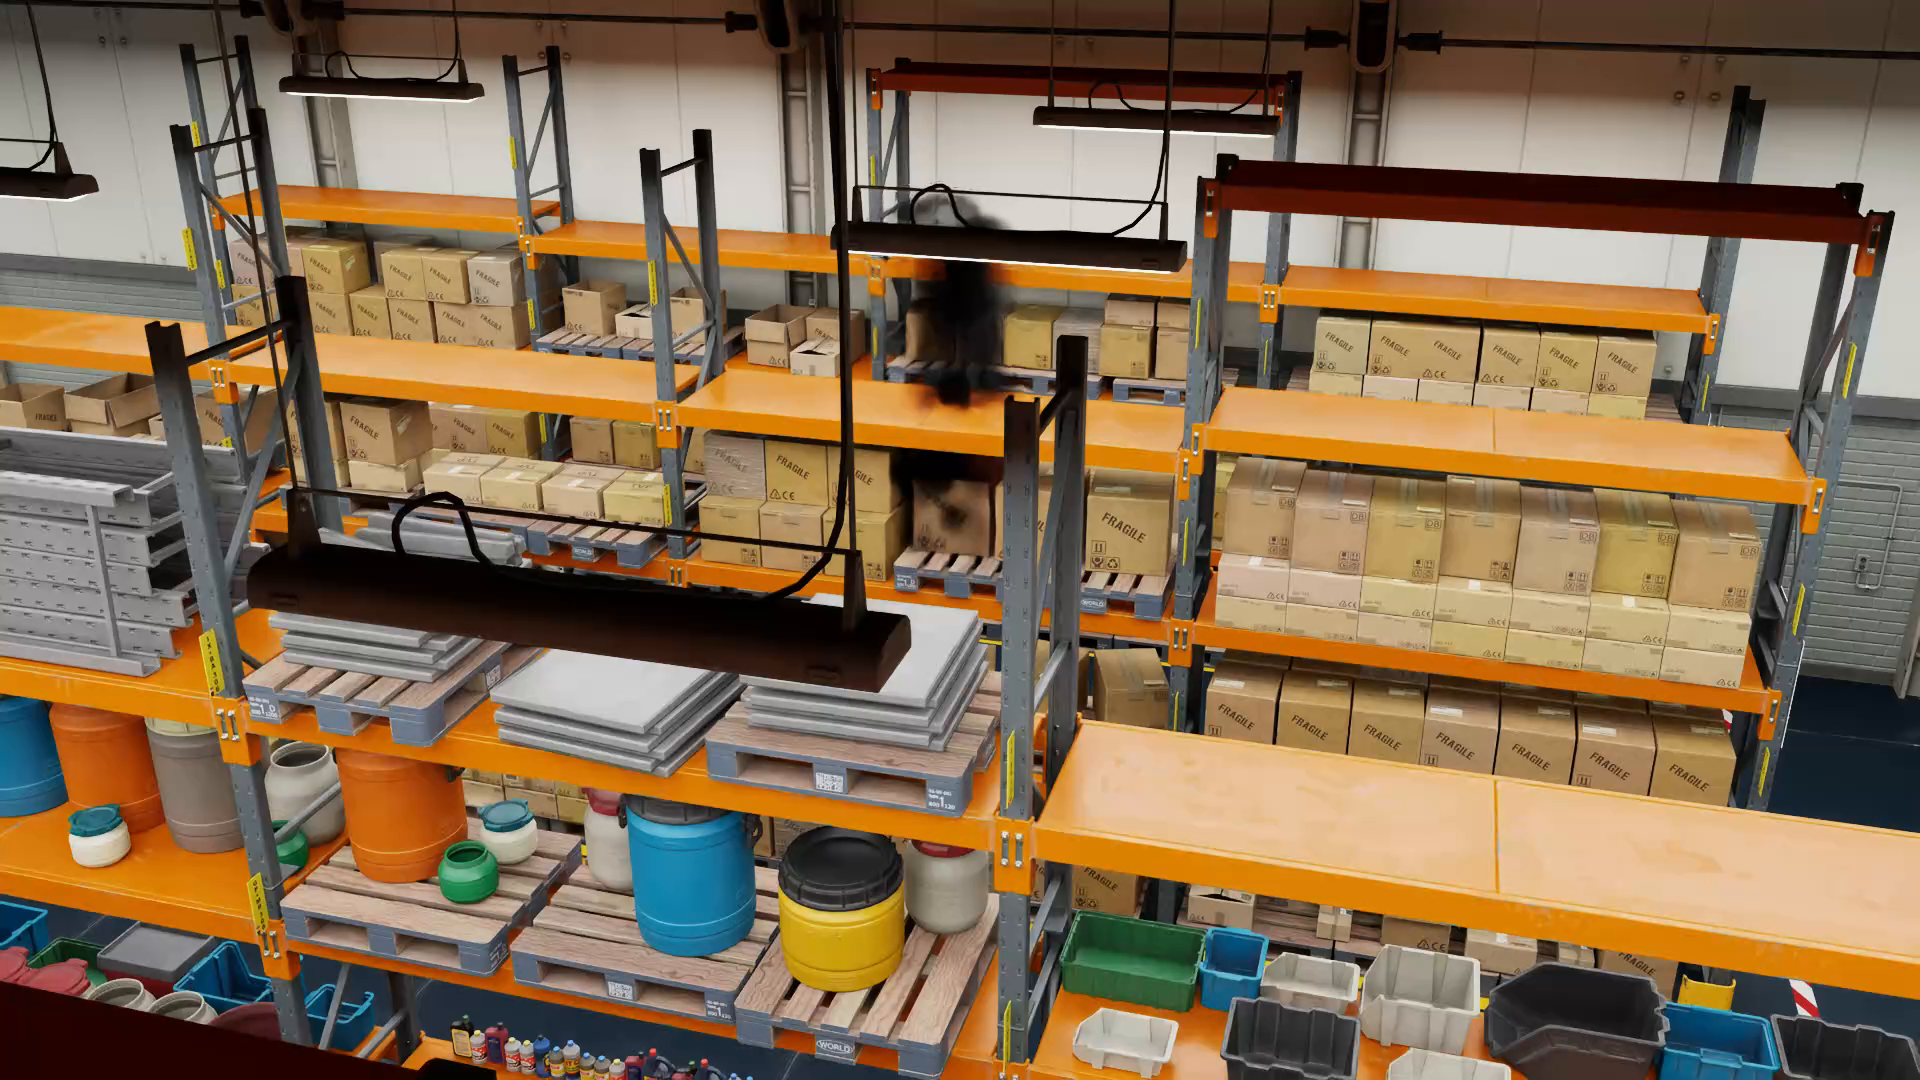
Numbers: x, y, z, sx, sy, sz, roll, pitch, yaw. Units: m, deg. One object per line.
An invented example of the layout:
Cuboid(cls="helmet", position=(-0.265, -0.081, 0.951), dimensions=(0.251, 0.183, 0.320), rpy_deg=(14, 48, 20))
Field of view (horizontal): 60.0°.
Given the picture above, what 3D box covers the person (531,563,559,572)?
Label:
Cuboid(cls="person", position=(-4.360, 0.522, 17.243), dimensions=(0.579, 1.733, 0.658), rpy_deg=(0, 23, 0))
